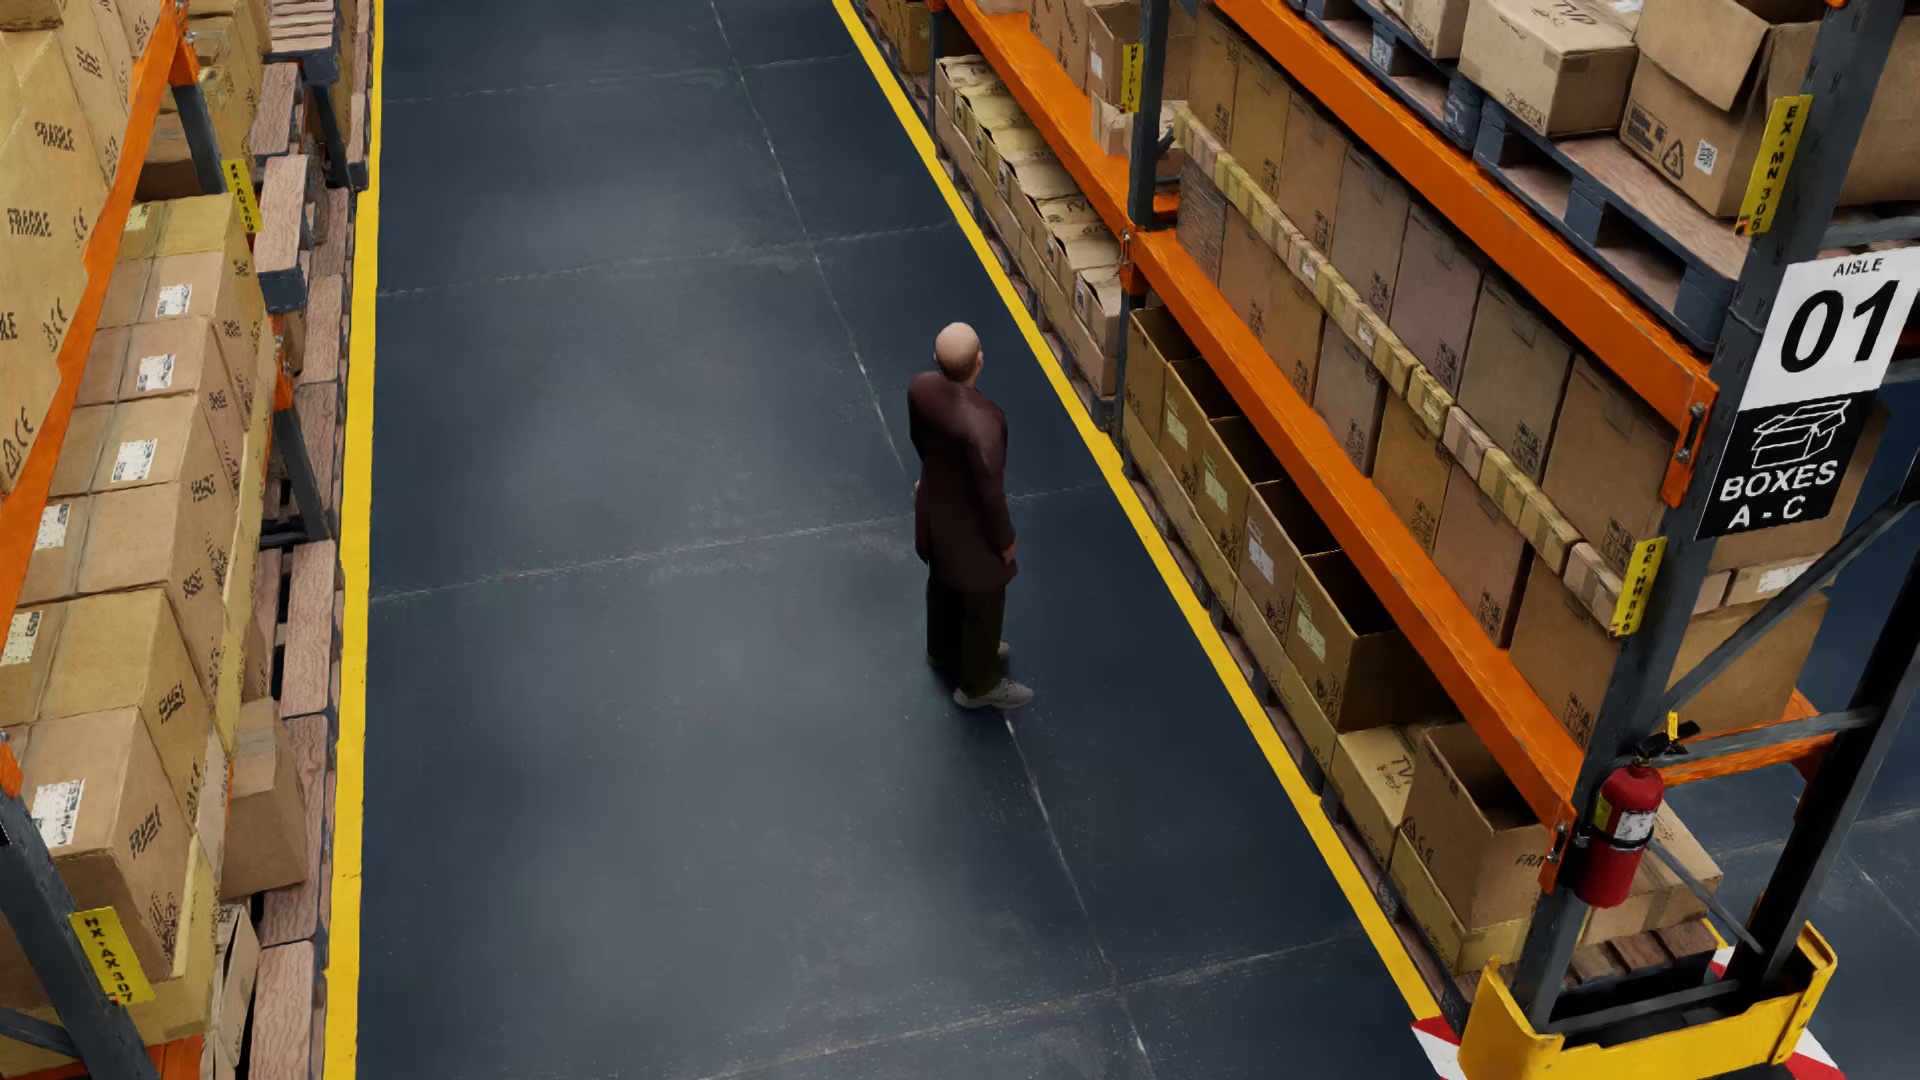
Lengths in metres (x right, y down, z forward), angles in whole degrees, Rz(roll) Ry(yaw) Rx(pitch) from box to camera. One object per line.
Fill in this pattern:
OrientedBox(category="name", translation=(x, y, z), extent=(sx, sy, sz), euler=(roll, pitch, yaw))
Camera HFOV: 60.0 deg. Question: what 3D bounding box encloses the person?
OrientedBox(category="person", translation=(0.049, -0.097, 6.851), extent=(0.432, 1.826, 0.631), euler=(-22, 43, -26))
